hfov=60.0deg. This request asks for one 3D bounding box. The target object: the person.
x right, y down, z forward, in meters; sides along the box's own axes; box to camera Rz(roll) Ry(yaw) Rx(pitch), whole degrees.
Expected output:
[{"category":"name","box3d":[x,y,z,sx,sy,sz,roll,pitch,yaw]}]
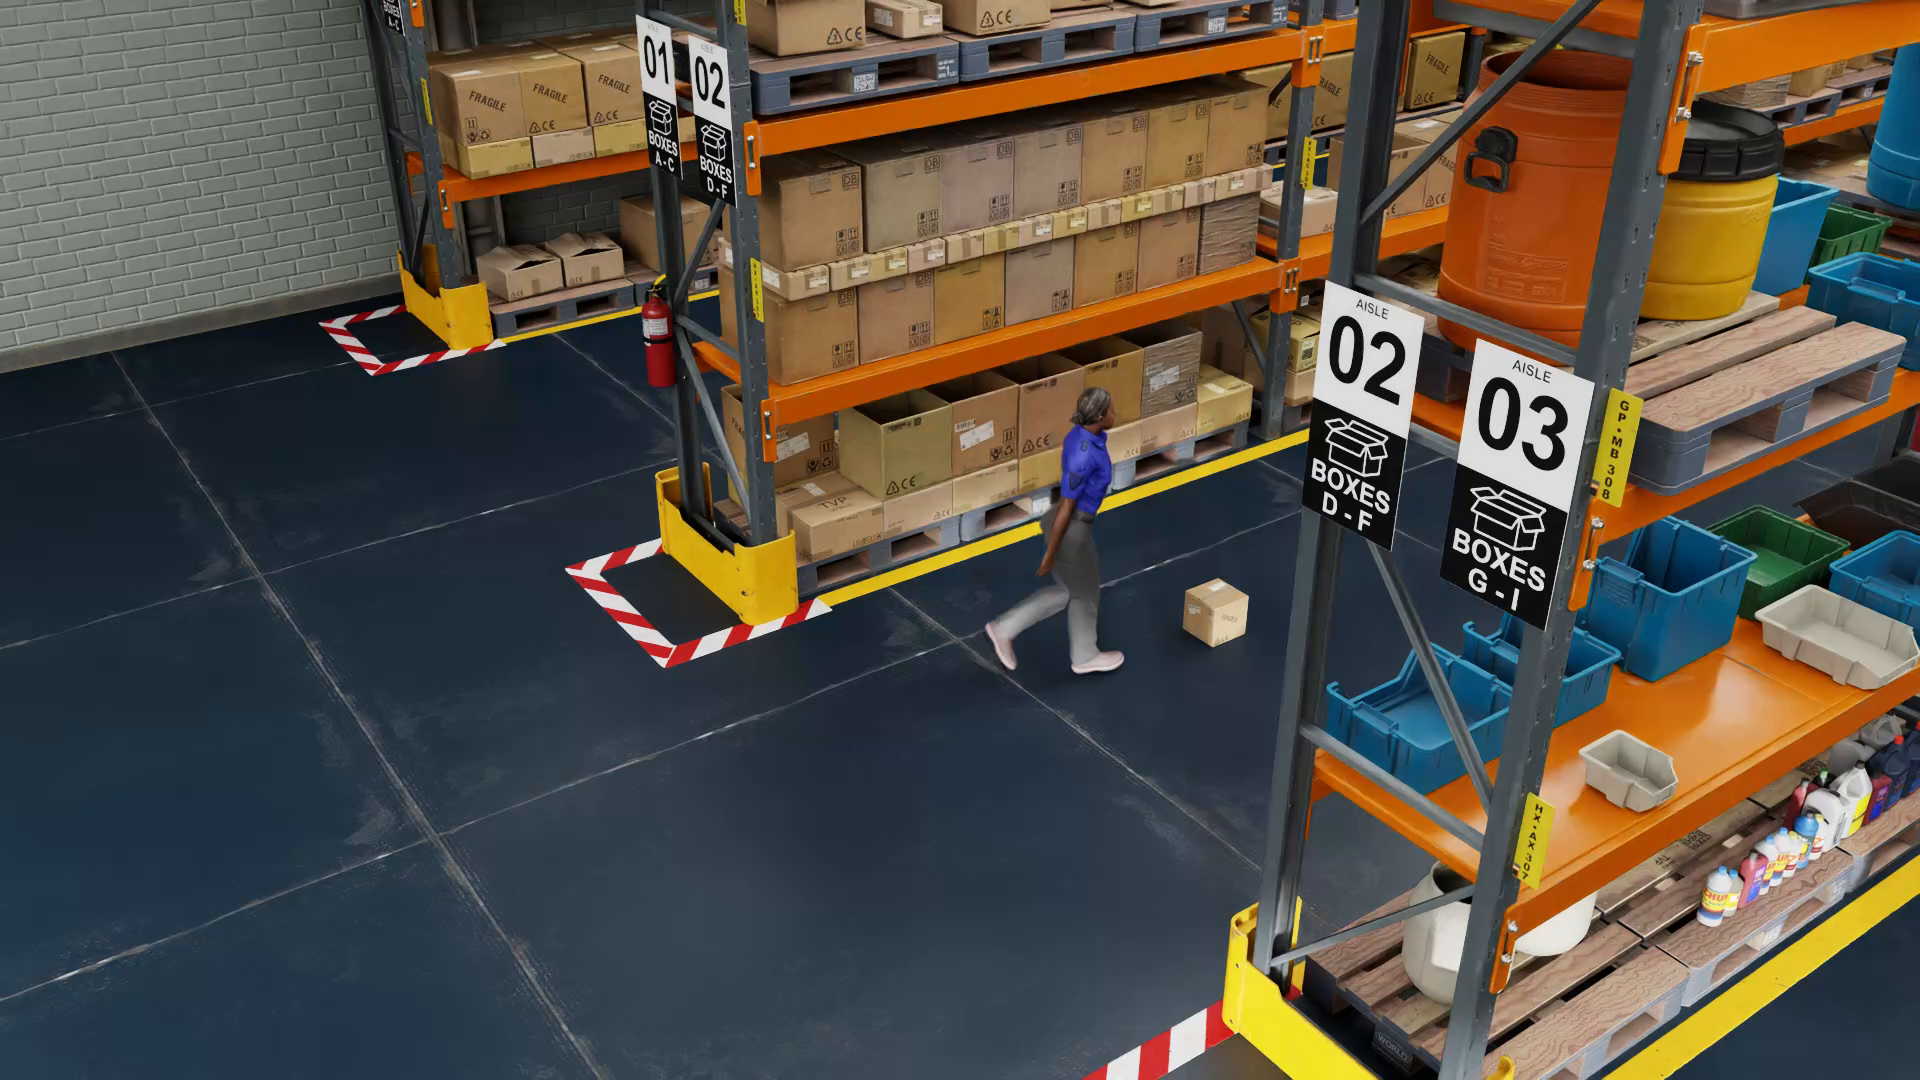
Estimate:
[{"category":"person","box3d":[0.514,-0.042,8.715,0.758,1.618,0.529,0,29,1]}]
